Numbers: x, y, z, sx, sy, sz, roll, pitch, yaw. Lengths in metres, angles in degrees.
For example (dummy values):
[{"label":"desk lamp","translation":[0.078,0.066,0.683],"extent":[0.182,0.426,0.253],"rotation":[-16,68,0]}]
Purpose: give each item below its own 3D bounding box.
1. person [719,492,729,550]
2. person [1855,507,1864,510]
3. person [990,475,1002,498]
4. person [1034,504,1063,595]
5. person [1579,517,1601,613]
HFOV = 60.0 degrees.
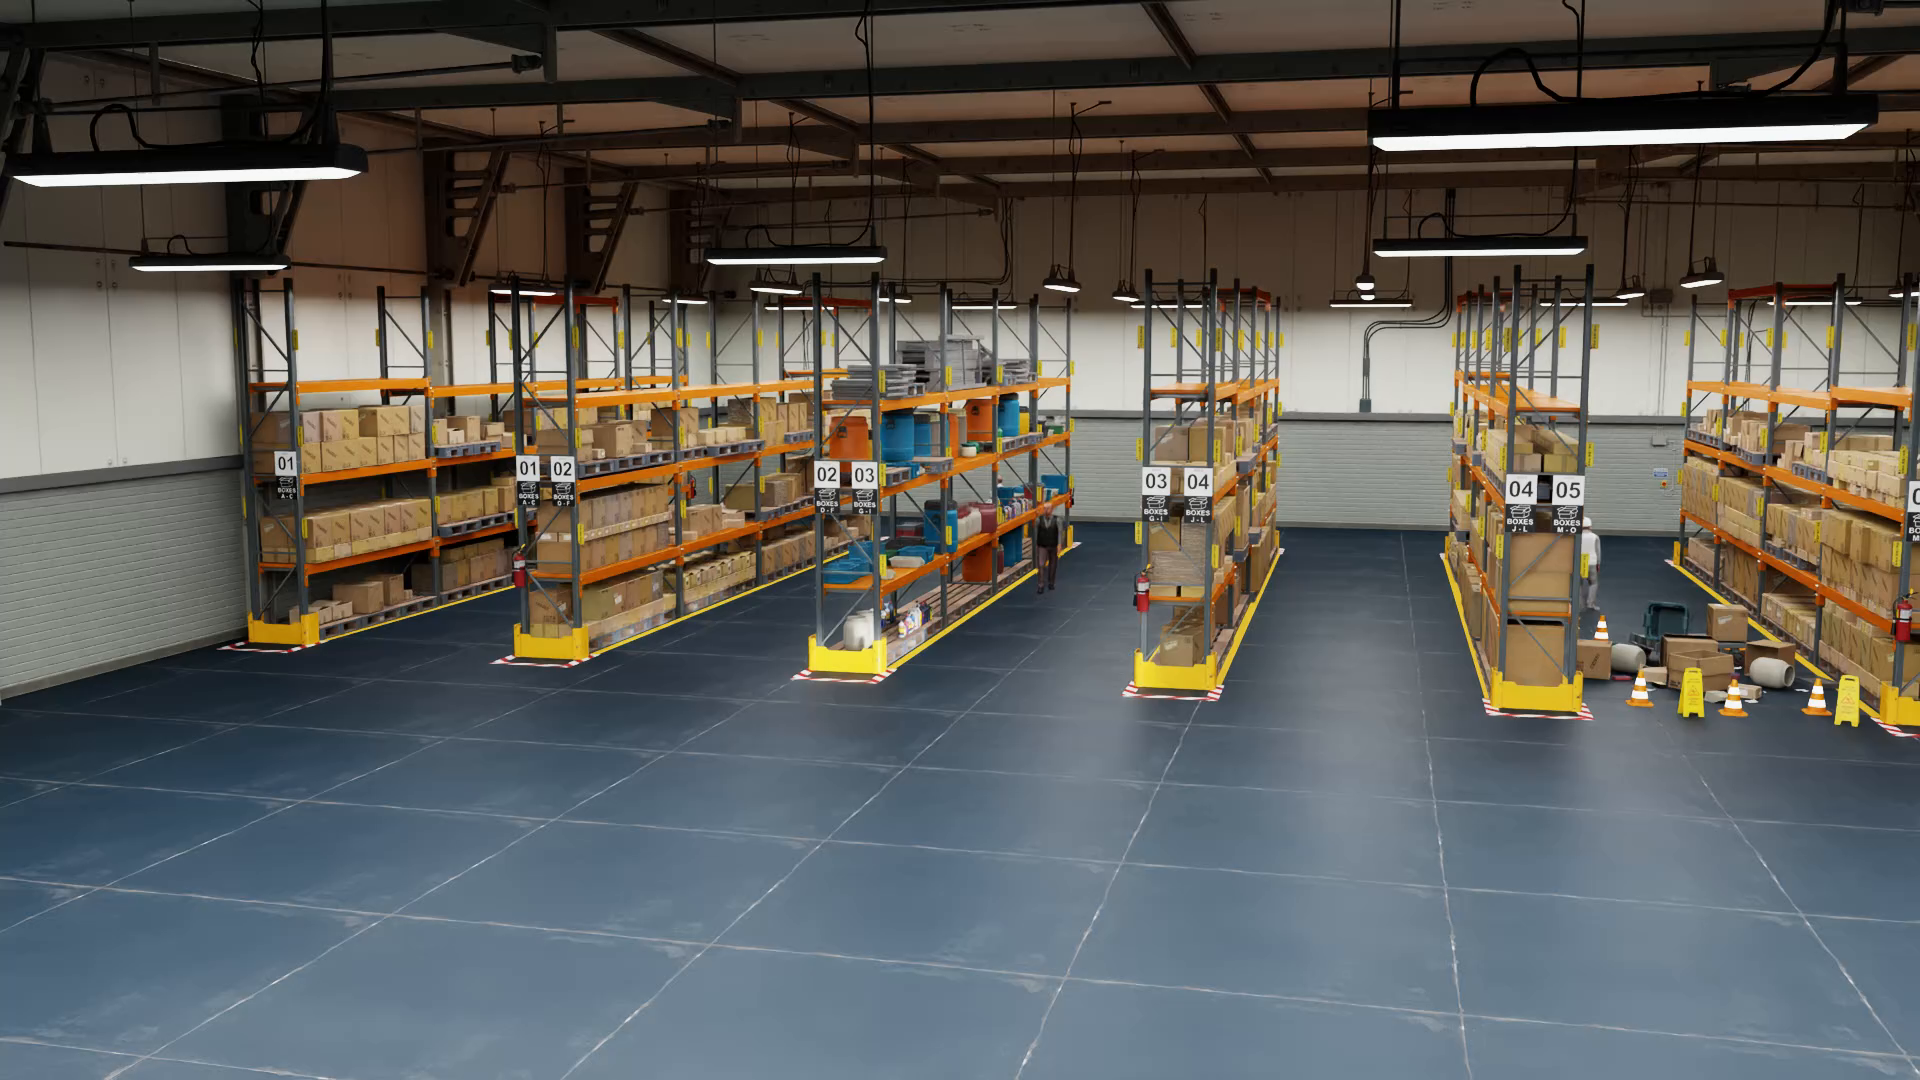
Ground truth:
[{"label":"person","translation":[-5.287,-0.334,37.905],"extent":[0.530,1.589,0.773],"rotation":[3,7,23]},{"label":"person","translation":[18.202,0.109,33.554],"extent":[0.591,1.768,0.416],"rotation":[-2,7,-20]},{"label":"person","translation":[0.912,-0.663,40.057],"extent":[0.478,1.820,0.625],"rotation":[1,7,9]},{"label":"person","translation":[1.650,0.159,30.980],"extent":[0.541,1.657,1.027],"rotation":[0,7,3]},{"label":"person","translation":[11.518,0.459,30.657],"extent":[0.564,1.773,0.530],"rotation":[1,7,10]}]
